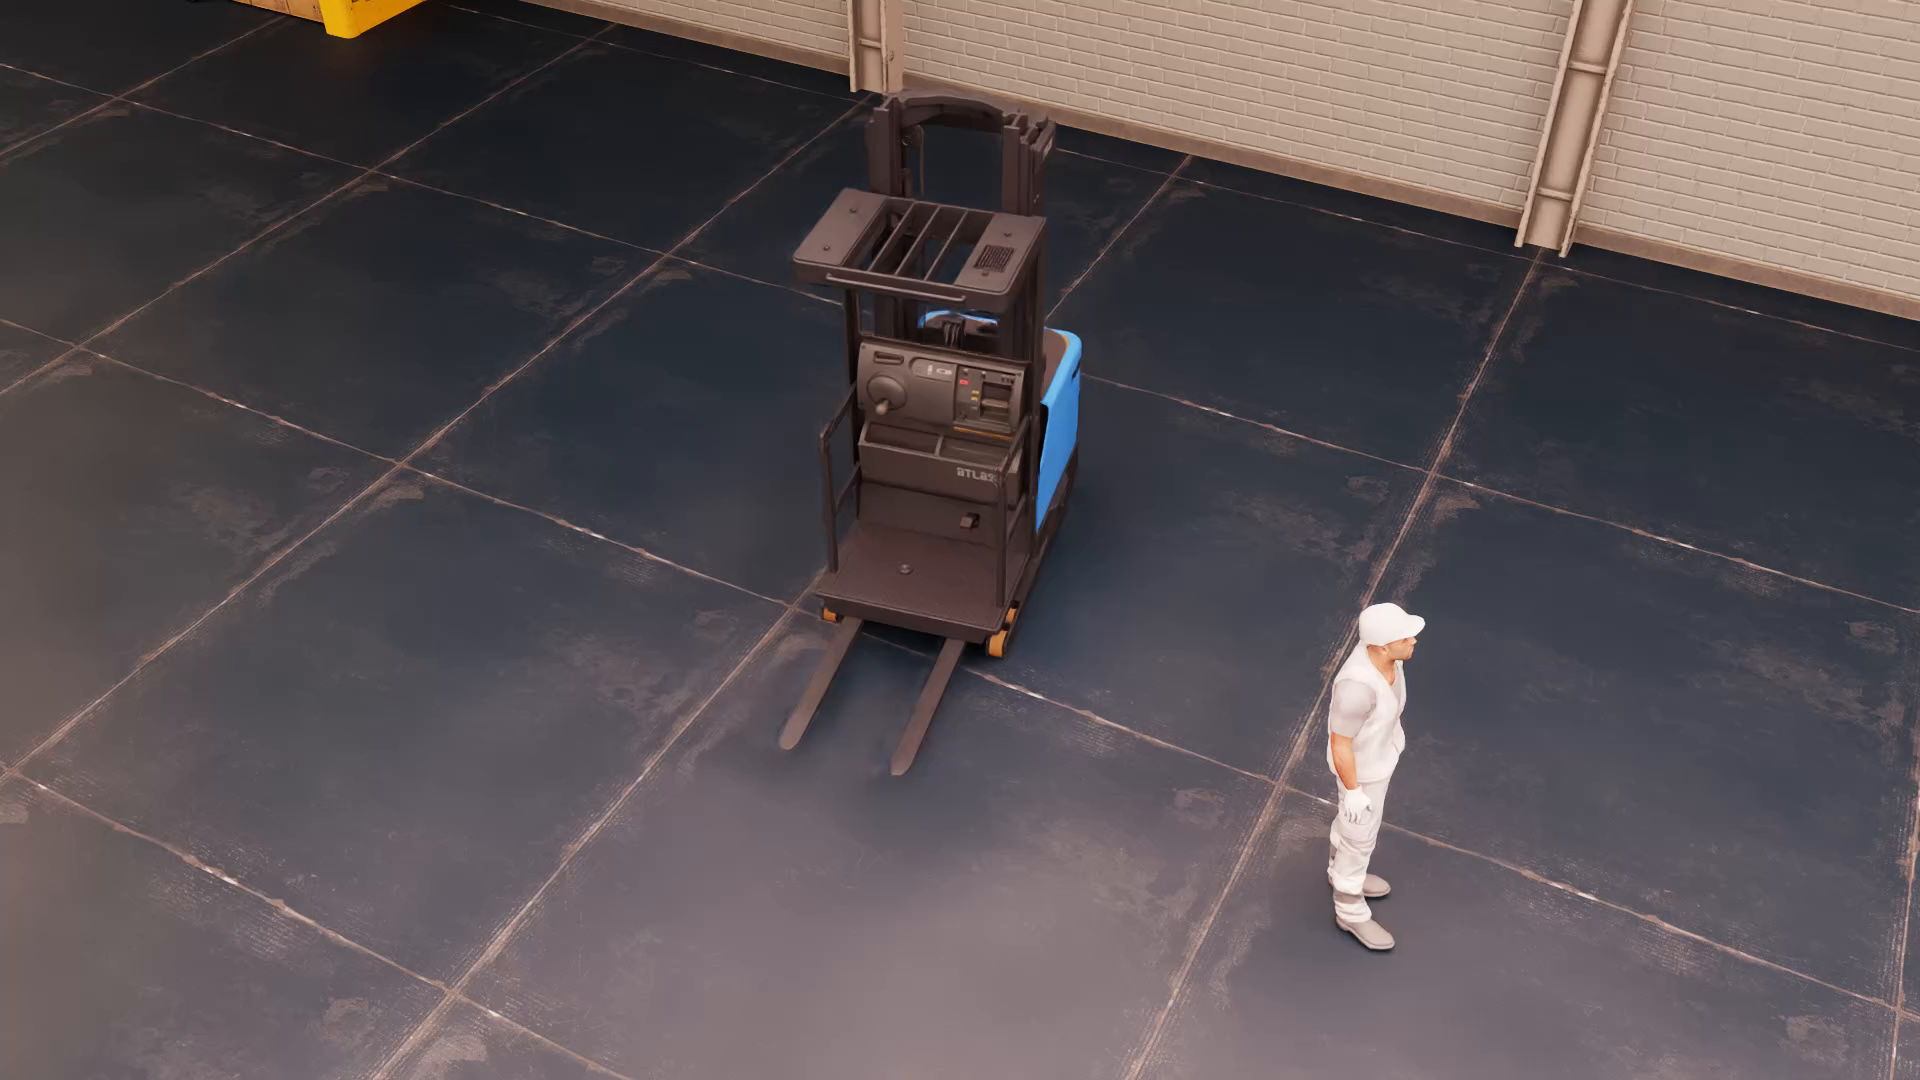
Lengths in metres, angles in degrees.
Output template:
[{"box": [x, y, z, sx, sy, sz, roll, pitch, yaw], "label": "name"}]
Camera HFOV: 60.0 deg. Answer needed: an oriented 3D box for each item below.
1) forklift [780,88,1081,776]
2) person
[{"box": [-0.171, -0.741, 8.867, 1.130, 2.935, 3.031, 11, 41, 13], "label": "forklift"}, {"box": [1.937, 1.040, 7.627, 0.565, 1.786, 0.638, 19, 44, 21], "label": "person"}]
